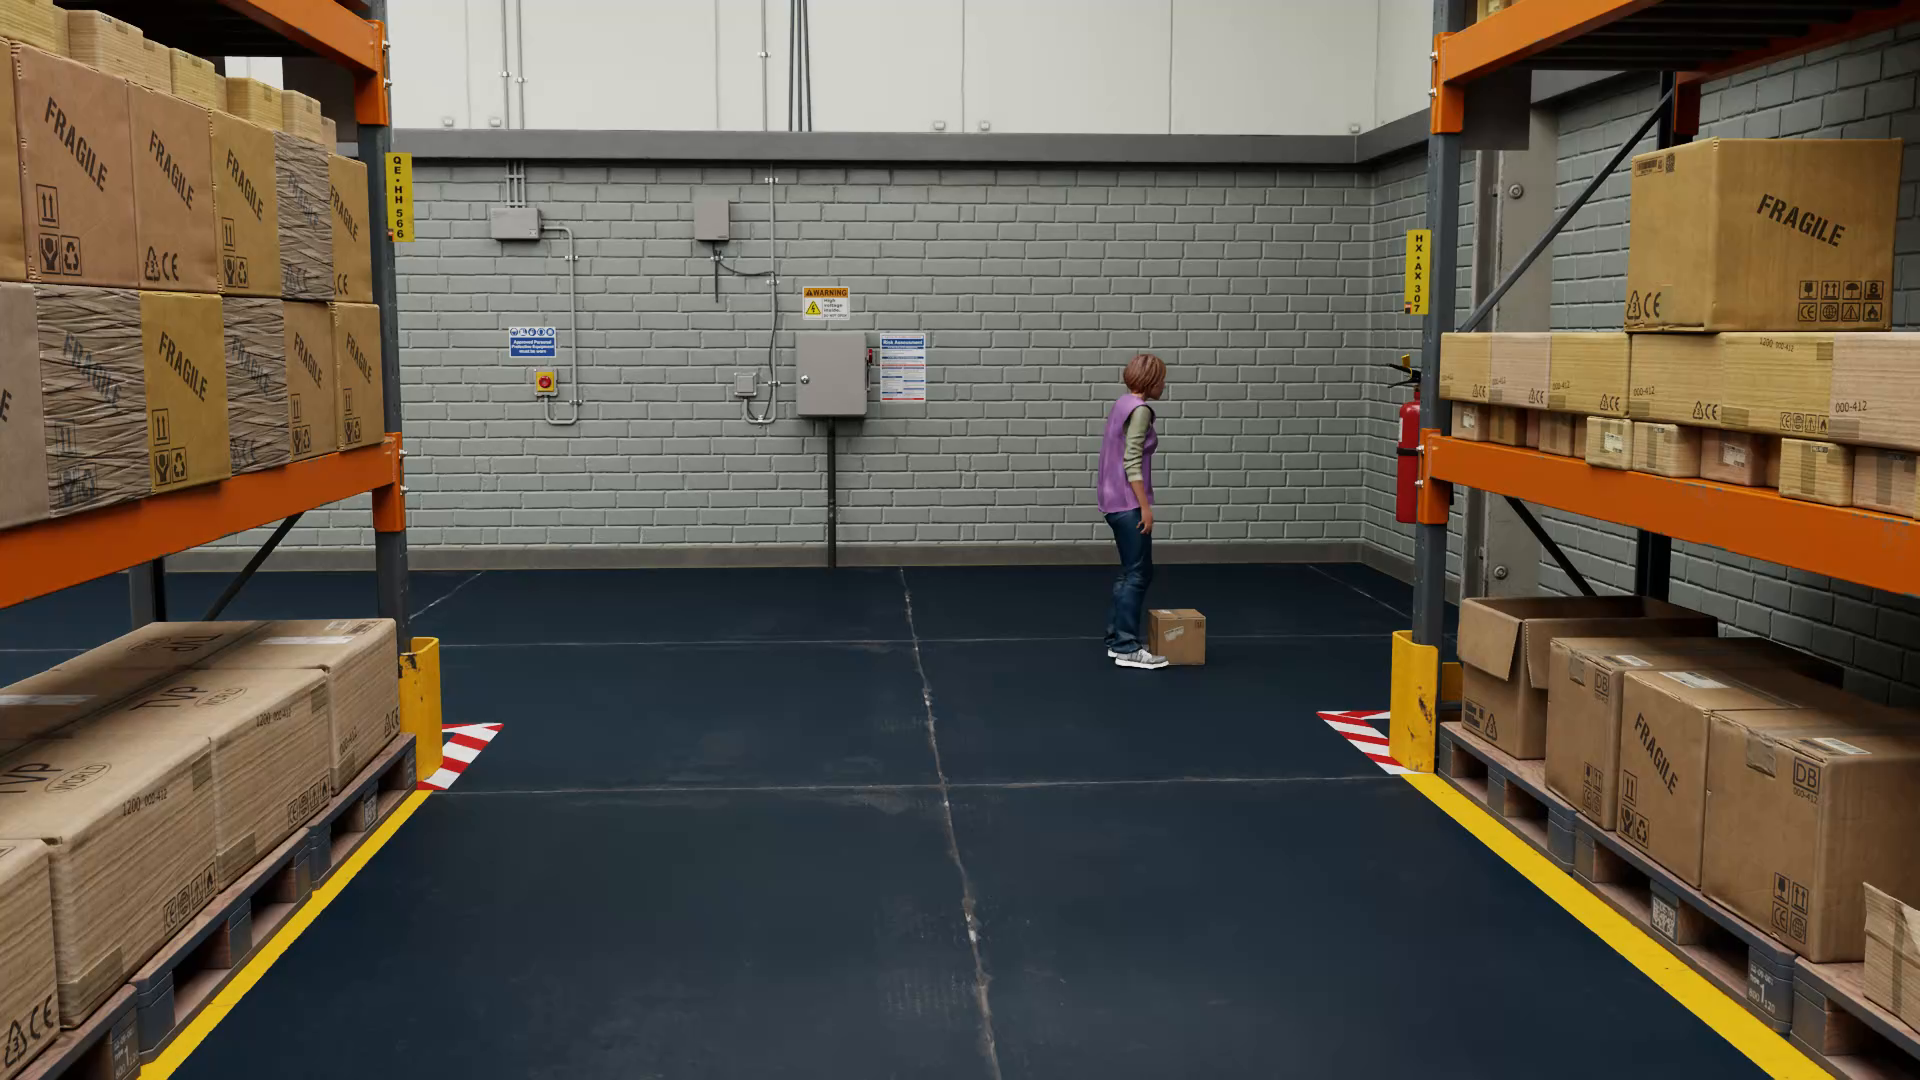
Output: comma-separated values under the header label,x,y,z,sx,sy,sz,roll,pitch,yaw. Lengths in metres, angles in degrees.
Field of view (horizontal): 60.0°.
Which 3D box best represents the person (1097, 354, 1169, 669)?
label,x,y,z,sx,sy,sz,roll,pitch,yaw
person,0.888,-0.157,8.568,0.344,1.593,0.463,0,7,-4
